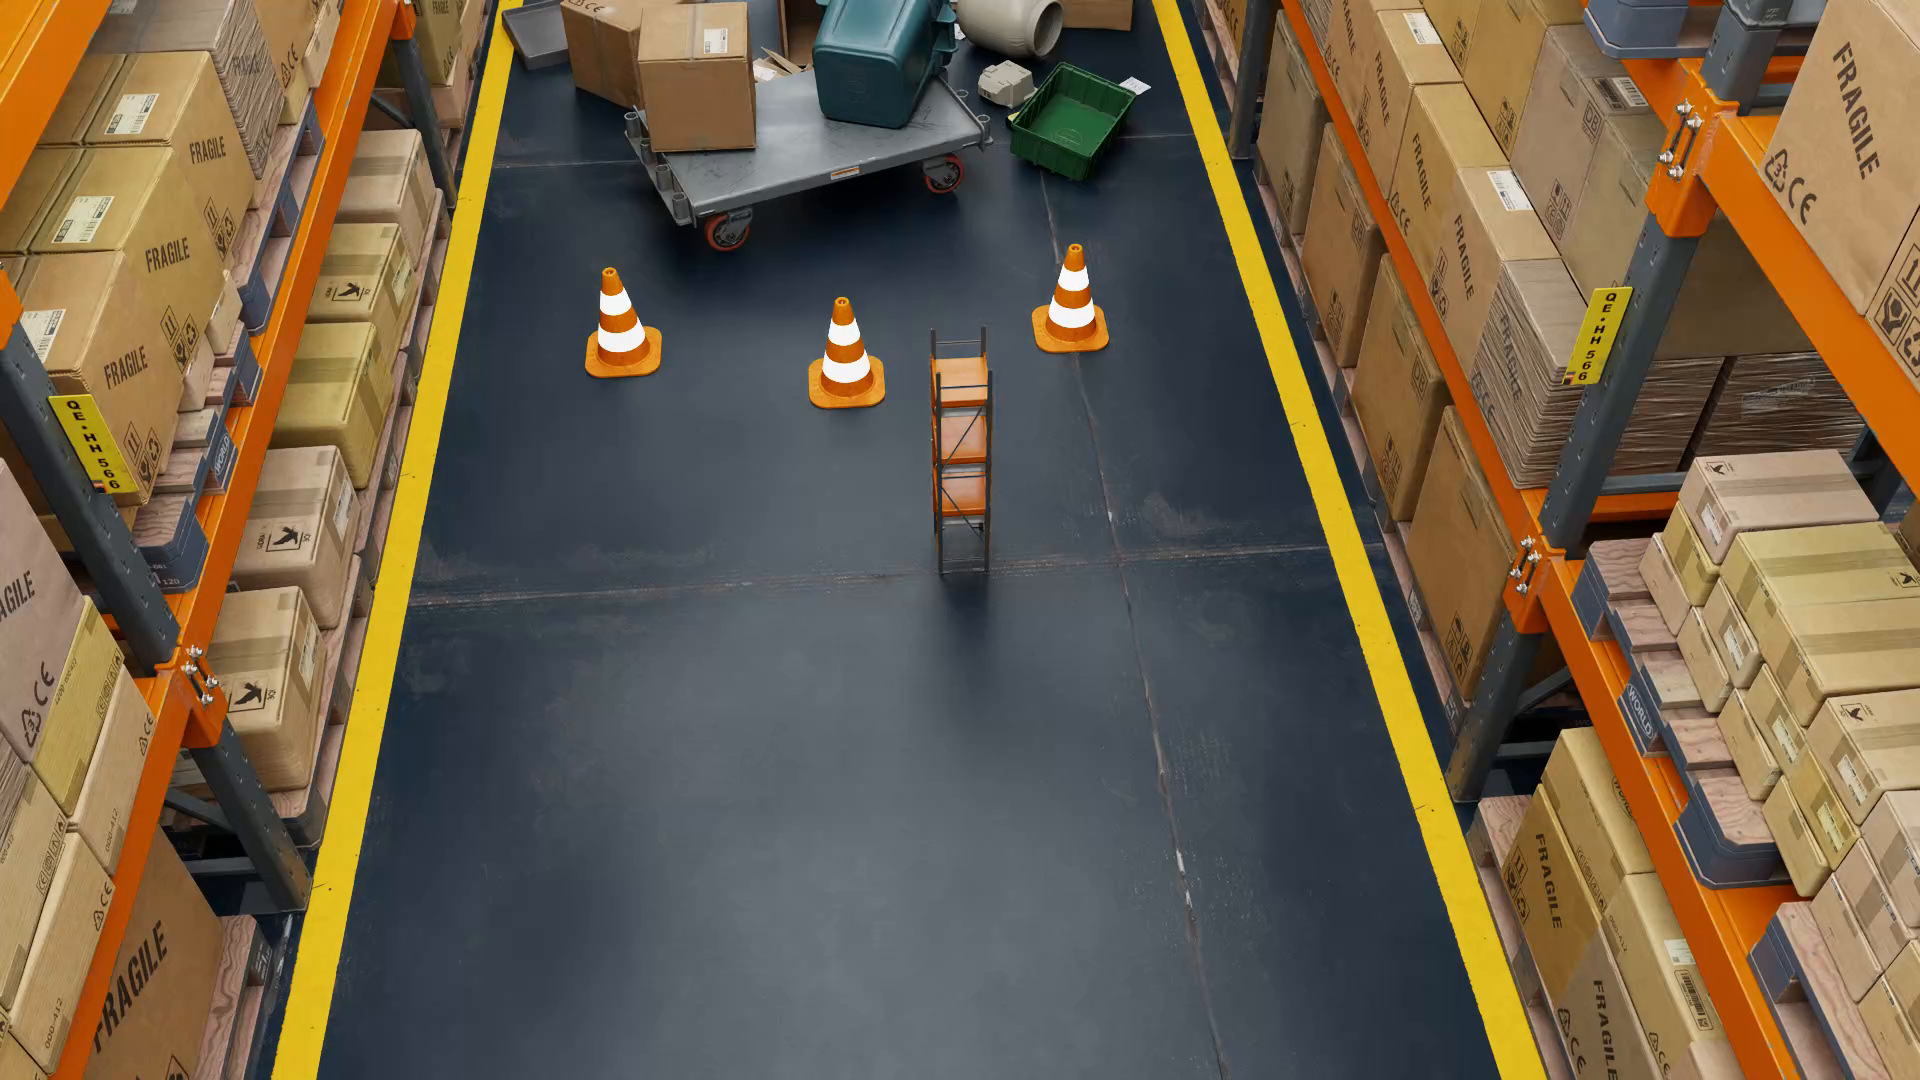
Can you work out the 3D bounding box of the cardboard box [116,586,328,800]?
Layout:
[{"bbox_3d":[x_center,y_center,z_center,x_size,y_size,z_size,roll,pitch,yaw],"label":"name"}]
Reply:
[{"bbox_3d":[-2.727,0.551,5.683,0.950,0.372,0.625,-6,47,-6],"label":"cardboard box"}]

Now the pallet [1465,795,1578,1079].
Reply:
[{"bbox_3d":[2.298,1.351,5.325,1.003,0.211,1.213,-3,47,-3],"label":"pallet"}]

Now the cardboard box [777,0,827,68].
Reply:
[{"bbox_3d":[-0.603,-2.982,9.135,0.797,0.637,0.503,-3,47,-3],"label":"cardboard box"}]

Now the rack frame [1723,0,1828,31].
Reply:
[{"bbox_3d":[2.234,-2.236,2.670,1.000,3.000,0.127,-3,47,-3],"label":"rack frame"}]

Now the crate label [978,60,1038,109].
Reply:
[{"bbox_3d":[0.247,-2.469,8.994,0.298,0.136,0.250,-36,56,-29],"label":"crate label"}]

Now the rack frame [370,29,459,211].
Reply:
[{"bbox_3d":[-3.025,-2.693,7.235,1.000,3.000,0.127,-3,47,-3],"label":"rack frame"}]

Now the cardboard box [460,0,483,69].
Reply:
[{"bbox_3d":[-2.861,-2.721,8.866,0.500,0.250,0.500,-1,47,-1],"label":"cardboard box"}]

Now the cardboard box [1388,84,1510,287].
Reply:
[{"bbox_3d":[1.847,-1.240,5.789,0.500,0.500,0.500,-4,47,-4],"label":"cardboard box"}]

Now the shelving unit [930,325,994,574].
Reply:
[{"bbox_3d":[0.004,-0.322,6.332,0.215,1.050,0.252,-3,47,-3],"label":"shelving unit"}]

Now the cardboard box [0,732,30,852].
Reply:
[{"bbox_3d":[-2.335,0.552,3.404,0.500,0.500,0.500,-3,47,-3],"label":"cardboard box"}]

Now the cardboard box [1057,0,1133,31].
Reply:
[{"bbox_3d":[0.747,-3.269,9.500,0.500,0.500,0.500,4,47,4],"label":"cardboard box"}]

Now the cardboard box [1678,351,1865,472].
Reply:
[{"bbox_3d":[2.466,-0.549,5.135,0.500,0.500,0.500,-3,47,-3],"label":"cardboard box"}]

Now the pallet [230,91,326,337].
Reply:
[{"bbox_3d":[-2.896,-1.163,5.918,1.003,0.211,1.213,-3,47,-3],"label":"pallet"}]

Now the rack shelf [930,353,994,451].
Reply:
[{"bbox_3d":[0.004,-0.510,6.134,0.215,0.259,0.240,-3,47,-3],"label":"rack shelf"}]

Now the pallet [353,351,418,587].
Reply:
[{"bbox_3d":[-2.853,-0.286,6.876,1.003,0.211,1.213,-3,47,-3],"label":"pallet"}]

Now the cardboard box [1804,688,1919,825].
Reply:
[{"bbox_3d":[2.143,0.474,3.709,0.380,0.149,0.250,-5,47,-5],"label":"cardboard box"}]

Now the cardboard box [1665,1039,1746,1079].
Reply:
[{"bbox_3d":[2.122,1.523,4.157,0.500,0.250,0.500,-3,47,-3],"label":"cardboard box"}]

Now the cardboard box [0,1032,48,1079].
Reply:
[{"bbox_3d":[-2.304,1.336,3.522,0.500,0.250,0.500,-4,47,-4],"label":"cardboard box"}]

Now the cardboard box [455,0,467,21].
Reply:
[{"bbox_3d":[-2.862,-2.980,8.594,0.500,0.500,0.500,-2,47,-2],"label":"cardboard box"}]

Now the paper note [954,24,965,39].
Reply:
[{"bbox_3d":[-0.038,-2.915,9.495,0.172,0.023,0.155,11,48,10],"label":"paper note"}]

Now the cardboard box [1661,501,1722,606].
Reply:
[{"bbox_3d":[2.075,0.028,4.336,0.380,0.149,0.250,-2,47,-2],"label":"cardboard box"}]

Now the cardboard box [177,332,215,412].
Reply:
[{"bbox_3d":[-2.499,-0.511,5.052,0.380,0.149,0.250,-6,47,-6],"label":"cardboard box"}]

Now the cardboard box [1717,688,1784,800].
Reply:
[{"bbox_3d":[2.116,0.494,4.100,0.380,0.149,0.250,-1,47,-1],"label":"cardboard box"}]

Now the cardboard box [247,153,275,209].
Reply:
[{"bbox_3d":[-2.619,-1.276,5.776,0.380,0.149,0.250,-2,47,-2],"label":"cardboard box"}]

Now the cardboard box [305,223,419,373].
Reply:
[{"bbox_3d":[-2.915,-1.035,7.185,0.950,0.372,0.625,-1,47,-1],"label":"cardboard box"}]

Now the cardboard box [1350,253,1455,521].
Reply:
[{"bbox_3d":[2.197,-0.622,6.534,1.050,0.750,0.750,-3,47,-3],"label":"cardboard box"}]

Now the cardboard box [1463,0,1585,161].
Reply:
[{"bbox_3d":[2.118,-1.614,5.455,0.700,0.500,0.500,-4,47,-4],"label":"cardboard box"}]

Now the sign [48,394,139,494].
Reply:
[{"bbox_3d":[-2.137,-0.233,4.108,0.100,0.325,0.005,-3,47,-3],"label":"sign"}]

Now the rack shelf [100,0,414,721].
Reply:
[{"bbox_3d":[-2.857,-0.999,6.125,1.077,0.370,4.000,-3,47,-3],"label":"rack shelf"}]

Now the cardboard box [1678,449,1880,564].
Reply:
[{"bbox_3d":[2.080,-0.086,4.240,0.380,0.149,0.250,-3,47,-3],"label":"cardboard box"}]

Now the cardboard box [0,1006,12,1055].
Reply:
[{"bbox_3d":[-2.286,1.155,3.349,0.500,0.250,0.500,-5,47,-4],"label":"cardboard box"}]

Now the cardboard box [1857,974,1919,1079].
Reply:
[{"bbox_3d":[2.184,1.064,3.560,0.380,0.149,0.250,-3,47,-3],"label":"cardboard box"}]

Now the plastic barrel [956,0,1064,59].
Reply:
[{"bbox_3d":[0.276,-2.909,9.213,0.512,0.421,0.421,27,52,23],"label":"plastic barrel"}]

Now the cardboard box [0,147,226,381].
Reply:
[{"bbox_3d":[-2.548,-0.797,4.875,0.500,0.500,0.500,-1,47,-1],"label":"cardboard box"}]

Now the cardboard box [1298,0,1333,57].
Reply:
[{"bbox_3d":[1.718,-2.339,6.831,0.500,0.500,0.500,-3,47,-3],"label":"cardboard box"}]

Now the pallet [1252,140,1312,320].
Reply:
[{"bbox_3d":[2.039,-1.555,8.077,1.003,0.211,1.213,-3,47,-3],"label":"pallet"}]

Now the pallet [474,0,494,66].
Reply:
[{"bbox_3d":[-3.221,-3.103,9.543,1.003,0.211,1.213,-3,47,-3],"label":"pallet"}]

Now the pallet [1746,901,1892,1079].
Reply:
[{"bbox_3d":[2.441,1.323,3.564,1.003,0.211,1.213,-3,47,-3],"label":"pallet"}]

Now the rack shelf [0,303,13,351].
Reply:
[{"bbox_3d":[-2.522,0.864,2.296,1.077,0.370,4.000,-3,47,-3],"label":"rack shelf"}]

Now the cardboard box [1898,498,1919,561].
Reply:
[{"bbox_3d":[2.730,-0.004,4.366,0.380,0.149,0.250,-3,47,-2],"label":"cardboard box"}]

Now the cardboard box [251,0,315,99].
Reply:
[{"bbox_3d":[-2.677,-1.922,5.941,0.500,0.500,0.500,-2,47,-2],"label":"cardboard box"}]

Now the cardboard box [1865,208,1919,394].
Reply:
[{"bbox_3d":[2.066,-0.448,2.974,0.500,0.500,0.500,-3,47,-3],"label":"cardboard box"}]

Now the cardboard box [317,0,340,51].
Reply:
[{"bbox_3d":[-2.645,-2.019,6.480,0.380,0.149,0.250,-4,47,-4],"label":"cardboard box"}]

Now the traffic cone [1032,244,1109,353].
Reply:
[{"bbox_3d":[0.507,-1.133,7.504,0.336,0.463,0.334,-3,47,-3],"label":"traffic cone"}]

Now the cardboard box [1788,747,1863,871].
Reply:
[{"bbox_3d":[2.147,0.600,3.795,0.380,0.149,0.250,-3,47,-3],"label":"cardboard box"}]

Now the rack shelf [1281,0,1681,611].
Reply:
[{"bbox_3d":[2.067,-1.373,6.480,1.077,0.370,4.000,-3,47,-3],"label":"rack shelf"}]

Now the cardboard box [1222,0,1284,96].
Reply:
[{"bbox_3d":[1.917,-2.940,8.643,0.875,0.875,0.875,-3,47,-3],"label":"cardboard box"}]
